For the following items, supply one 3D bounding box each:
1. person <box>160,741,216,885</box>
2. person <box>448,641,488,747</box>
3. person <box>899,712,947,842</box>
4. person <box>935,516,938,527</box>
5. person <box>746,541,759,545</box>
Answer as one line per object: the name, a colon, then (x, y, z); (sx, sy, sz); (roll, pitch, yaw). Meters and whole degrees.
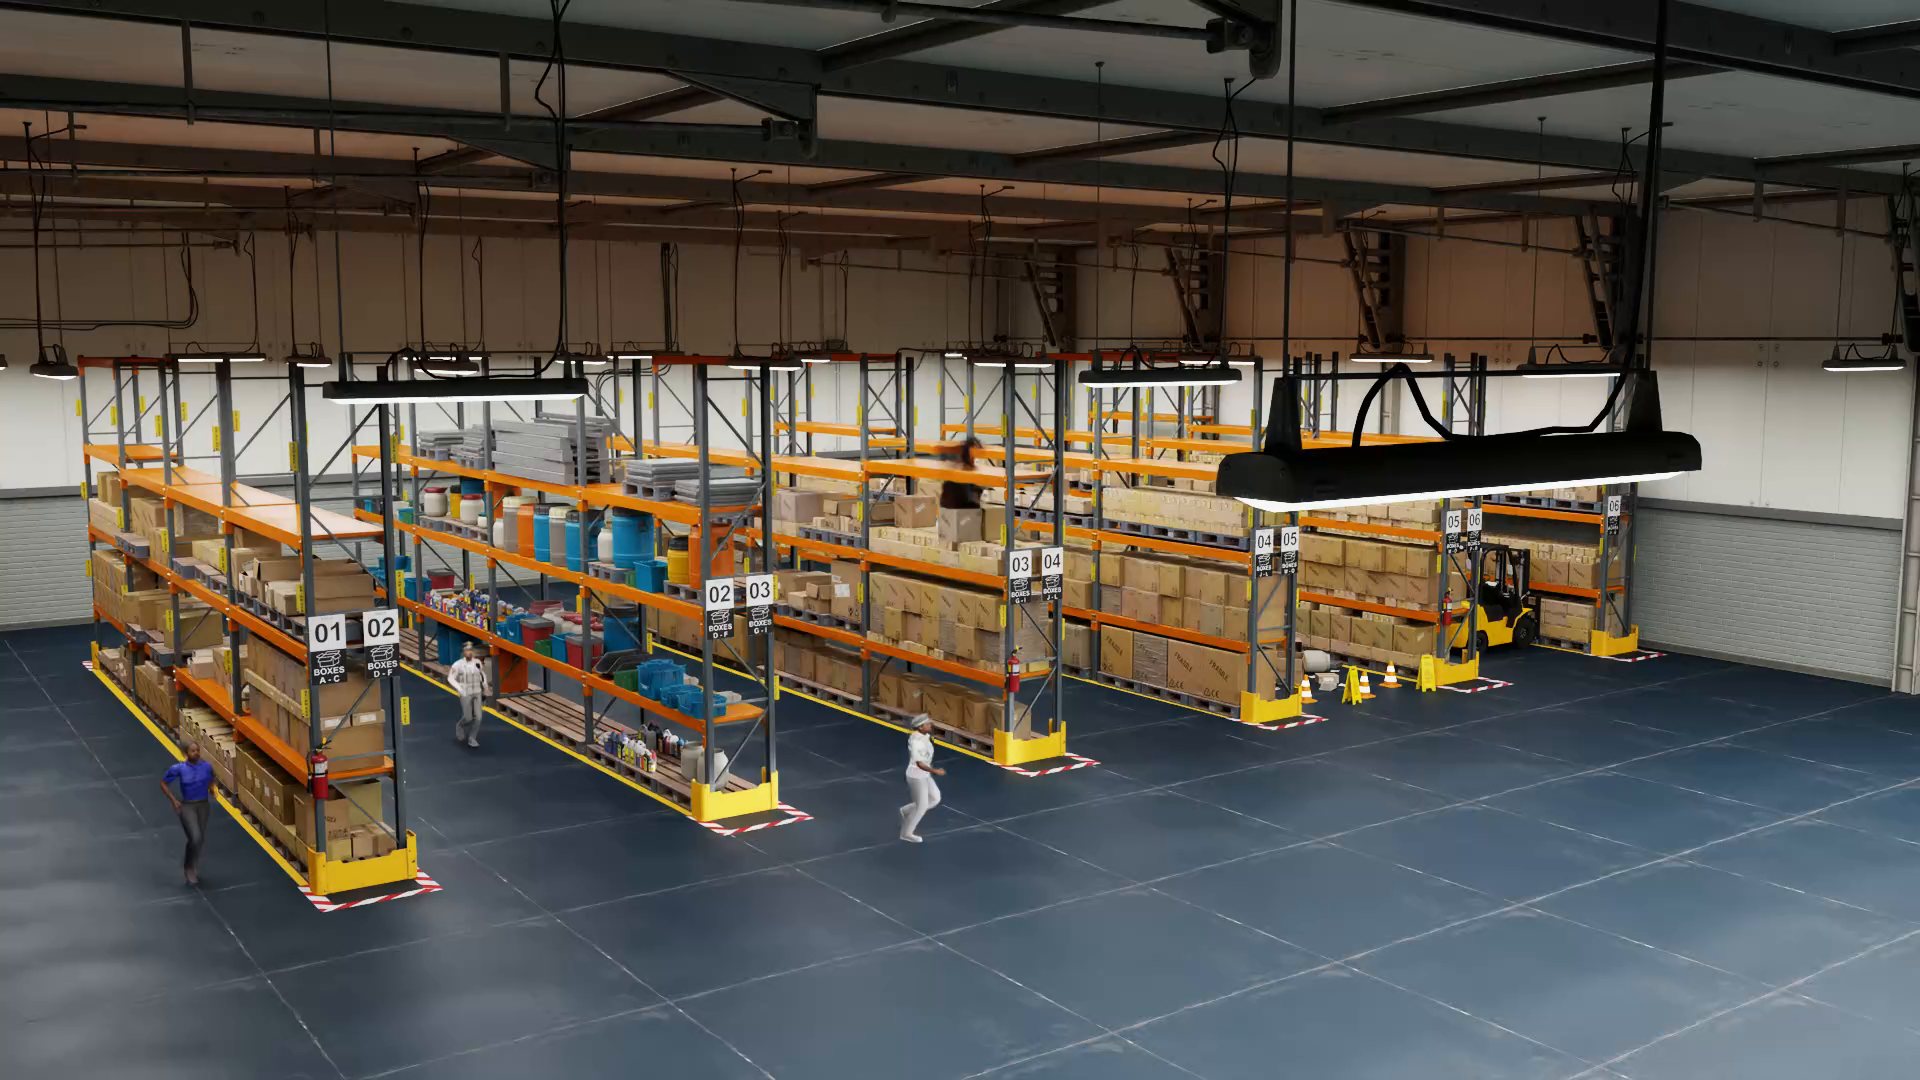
person: (-8.946, 3.177, 19.424); (0.702, 1.680, 0.549); (5, 9, 38)
person: (-7.603, 2.385, 25.831); (0.614, 1.648, 0.550); (-6, 9, -40)
person: (-0.465, 2.976, 21.007); (0.615, 1.660, 0.600); (1, 7, 5)
person: (-0.791, 0.053, 44.785); (0.612, 1.697, 0.736); (-2, 7, -12)
person: (-5.289, 0.522, 41.449); (0.631, 1.632, 0.704); (-4, 8, -30)
